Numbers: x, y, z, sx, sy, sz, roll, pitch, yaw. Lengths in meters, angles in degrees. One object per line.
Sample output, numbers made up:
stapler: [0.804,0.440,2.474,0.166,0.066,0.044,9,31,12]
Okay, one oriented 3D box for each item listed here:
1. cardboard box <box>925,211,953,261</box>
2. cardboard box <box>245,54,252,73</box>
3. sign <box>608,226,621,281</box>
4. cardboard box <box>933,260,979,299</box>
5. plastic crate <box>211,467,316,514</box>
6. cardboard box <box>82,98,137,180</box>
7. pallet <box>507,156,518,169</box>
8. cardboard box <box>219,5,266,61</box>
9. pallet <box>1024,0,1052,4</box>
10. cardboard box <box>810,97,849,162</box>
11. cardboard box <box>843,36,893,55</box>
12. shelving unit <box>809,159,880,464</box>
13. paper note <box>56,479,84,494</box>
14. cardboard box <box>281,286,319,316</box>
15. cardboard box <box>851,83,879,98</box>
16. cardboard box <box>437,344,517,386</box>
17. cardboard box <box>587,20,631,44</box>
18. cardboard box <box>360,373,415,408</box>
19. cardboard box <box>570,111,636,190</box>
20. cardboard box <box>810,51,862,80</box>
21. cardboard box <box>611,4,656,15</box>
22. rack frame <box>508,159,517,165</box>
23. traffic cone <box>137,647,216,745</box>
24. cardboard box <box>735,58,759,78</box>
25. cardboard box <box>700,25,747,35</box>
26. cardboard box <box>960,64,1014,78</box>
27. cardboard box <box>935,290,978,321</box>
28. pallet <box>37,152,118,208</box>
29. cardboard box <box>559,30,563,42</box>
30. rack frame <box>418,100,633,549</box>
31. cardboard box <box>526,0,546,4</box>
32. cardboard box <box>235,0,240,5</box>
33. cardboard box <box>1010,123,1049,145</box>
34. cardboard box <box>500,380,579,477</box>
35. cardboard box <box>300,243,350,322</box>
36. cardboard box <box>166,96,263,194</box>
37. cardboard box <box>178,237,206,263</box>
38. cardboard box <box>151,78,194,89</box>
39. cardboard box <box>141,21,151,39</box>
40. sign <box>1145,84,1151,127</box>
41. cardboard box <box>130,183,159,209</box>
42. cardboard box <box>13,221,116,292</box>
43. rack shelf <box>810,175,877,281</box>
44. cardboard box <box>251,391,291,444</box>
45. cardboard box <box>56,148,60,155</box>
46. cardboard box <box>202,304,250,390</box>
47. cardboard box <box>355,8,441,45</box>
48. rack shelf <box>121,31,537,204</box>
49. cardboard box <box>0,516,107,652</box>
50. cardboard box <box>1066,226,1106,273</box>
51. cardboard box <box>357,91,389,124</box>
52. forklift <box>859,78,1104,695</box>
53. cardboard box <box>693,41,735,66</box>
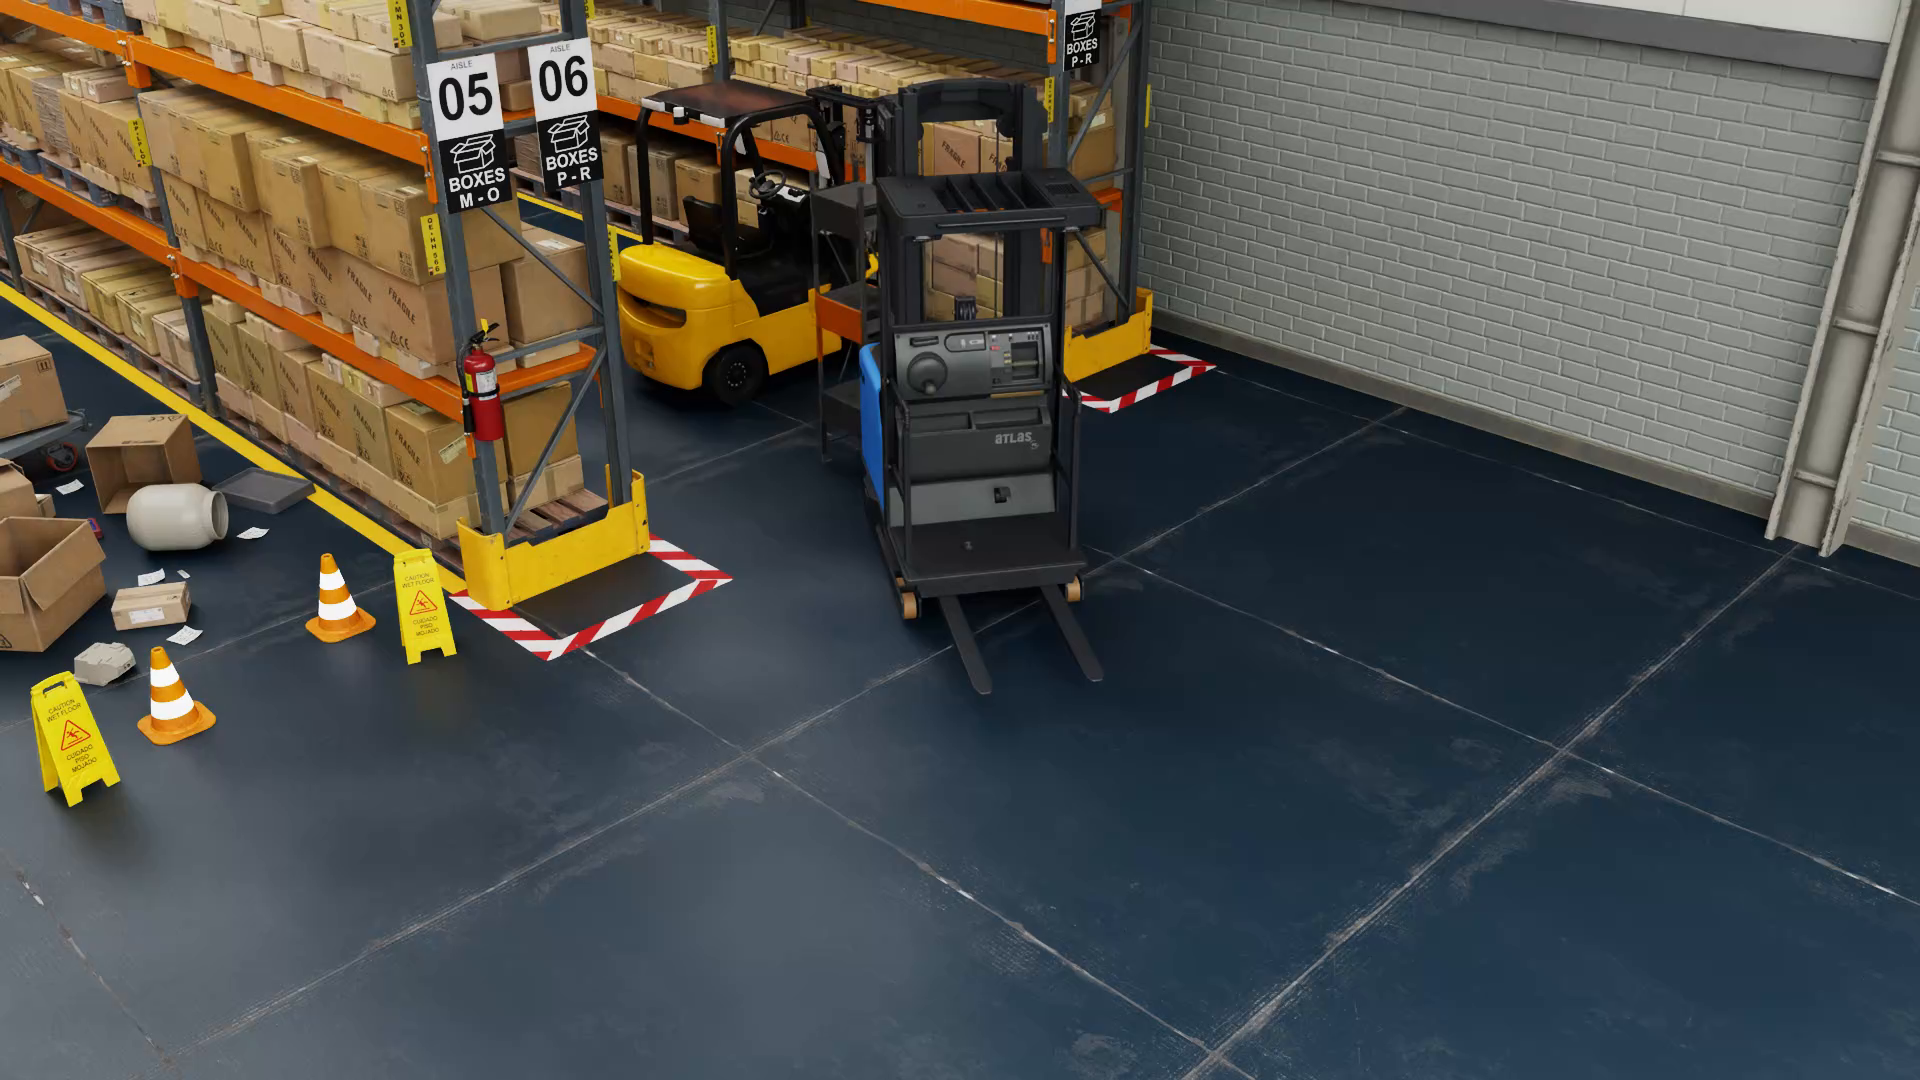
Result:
cardboard box: [-0.238,-2.548,13.794,0.500,0.250,0.500,-25,37,-39]
cardboard box: [-4.134,-2.949,10.176,0.250,0.149,0.380,25,37,39]
sign: [-2.053,-1.678,9.782,0.005,0.325,0.100,25,36,38]
cardboard box: [0.128,-2.176,13.624,0.500,0.250,0.500,24,36,38]
plastic crate: [-4.741,-0.343,11.311,0.583,0.080,0.402,12,30,22]
cardboard box: [-6.130,-3.018,12.381,0.500,0.500,0.500,25,37,39]
pallet: [-5.166,-4.396,18.876,1.213,0.211,1.003,25,36,38]
cardboard box: [-4.080,-3.082,9.999,0.500,0.250,0.500,-25,37,-39]
pallet: [0.558,-4.291,12.553,1.213,0.211,1.003,25,36,38]
cardboard box: [-0.930,-3.552,14.168,0.500,0.500,0.500,24,36,38]
cardboard box: [-0.798,-4.289,14.554,0.250,0.149,0.380,24,36,37]
shelving unit: [-0.659,-1.443,11.224,0.431,2.100,0.503,-24,36,-37]
paper note: [-6.104,-0.367,11.408,0.142,0.019,0.148,25,36,38]
cardboard box: [-4.181,-1.606,10.845,0.250,0.149,0.380,24,36,38]
cardboard box: [-0.677,-3.697,13.748,0.250,0.149,0.380,24,36,37]
cardboard box: [-2.850,-1.055,9.796,0.380,0.149,0.250,-24,36,-38]
cardboard box: [-3.383,-4.906,16.045,0.250,0.149,0.380,23,36,37]
cardboard box: [-3.496,-0.975,10.375,0.380,0.149,0.250,-24,36,-38]
cardboard box: [-3.754,-4.090,17.399,0.875,0.625,0.625,-24,36,-38]
cardboard box: [-1.035,-4.000,14.003,0.250,0.149,0.380,24,36,38]
cardboard box: [-3.288,-5.291,16.779,0.250,0.149,0.380,24,36,38]
rack frame: [-4.661,-5.374,17.740,0.127,3.000,1.000,25,36,38]
traffic cone: [-4.180,0.775,8.772,0.334,0.463,0.336,25,36,38]
cardboard box: [-1.765,-4.209,14.720,0.250,0.149,0.380,24,36,38]
cardboard box: [-2.241,-4.773,15.792,0.250,0.149,0.380,24,36,38]
cardboard box: [0.222,-3.748,13.525,0.380,0.149,0.250,-24,36,-38]
cardboard box: [0.140,-1.946,13.725,0.500,0.250,0.500,25,36,38]
pallet: [-6.698,-3.008,13.447,1.213,0.211,1.003,25,36,38]
cardboard box: [-3.799,-4.962,16.581,0.500,0.250,0.500,24,36,37]
rack frame: [-2.433,-1.115,9.641,0.127,3.000,1.000,25,36,38]
cardboard box: [-4.449,-5.417,17.017,0.380,0.149,0.250,-24,36,-38]
cardboard box: [-4.123,-3.299,9.984,0.380,0.149,0.250,-24,36,-38]
cardboard box: [0.600,-3.115,12.640,0.380,0.149,0.250,-25,36,-38]
cardboard box: [-2.832,-0.778,10.698,0.500,0.500,0.500,23,36,37]
cardboard box: [-3.722,-1.706,10.337,0.500,0.500,0.500,24,36,38]
cardboard box: [-4.775,-2.649,11.057,0.500,0.500,0.700,25,37,39]
cardboard box: [-5.286,-2.100,11.783,0.250,0.149,0.380,24,36,38]
cardboard box: [-6.119,-3.359,13.030,0.500,0.500,0.500,24,36,38]
cardboard box: [-5.235,-3.452,11.131,0.250,0.149,0.380,24,36,38]
sign: [1.437,-3.364,12.902,0.005,0.325,0.100,25,36,38]
cardboard box: [-5.846,-2.571,12.229,0.380,0.149,0.250,-25,36,-38]
cardboard box: [-7.742,-2.560,14.762,0.625,0.372,0.950,22,35,35]
rack shelf: [-0.660,-2.047,10.898,0.431,0.518,0.480,-24,36,-37]
cardboard box: [-4.666,-0.936,11.804,0.500,0.250,0.500,-23,35,-36]
cardboard box: [-7.059,-3.196,13.416,0.380,0.149,0.250,-24,36,-37]
cardboard box: [-5.054,-1.439,11.954,0.500,0.500,0.500,-23,36,-37]
cardboard box: [-3.038,-2.794,9.023,0.380,0.149,0.250,-25,36,-38]
rack shelf: [-3.859,-2.777,10.351,4.000,0.370,1.077,25,36,38]
cardboard box: [-5.461,0.257,9.714,0.637,0.503,0.797,2,28,4]
cardboard box: [0.834,-2.394,13.503,0.500,0.250,0.500,24,36,38]
cardboard box: [-3.084,-2.425,9.180,0.250,0.149,0.380,25,37,39]
forklift: [0.126,-1.013,9.521,1.130,2.935,3.031,-5,28,-10]
cardboard box: [-2.207,-4.438,15.155,0.380,0.149,0.250,-24,36,-38]
